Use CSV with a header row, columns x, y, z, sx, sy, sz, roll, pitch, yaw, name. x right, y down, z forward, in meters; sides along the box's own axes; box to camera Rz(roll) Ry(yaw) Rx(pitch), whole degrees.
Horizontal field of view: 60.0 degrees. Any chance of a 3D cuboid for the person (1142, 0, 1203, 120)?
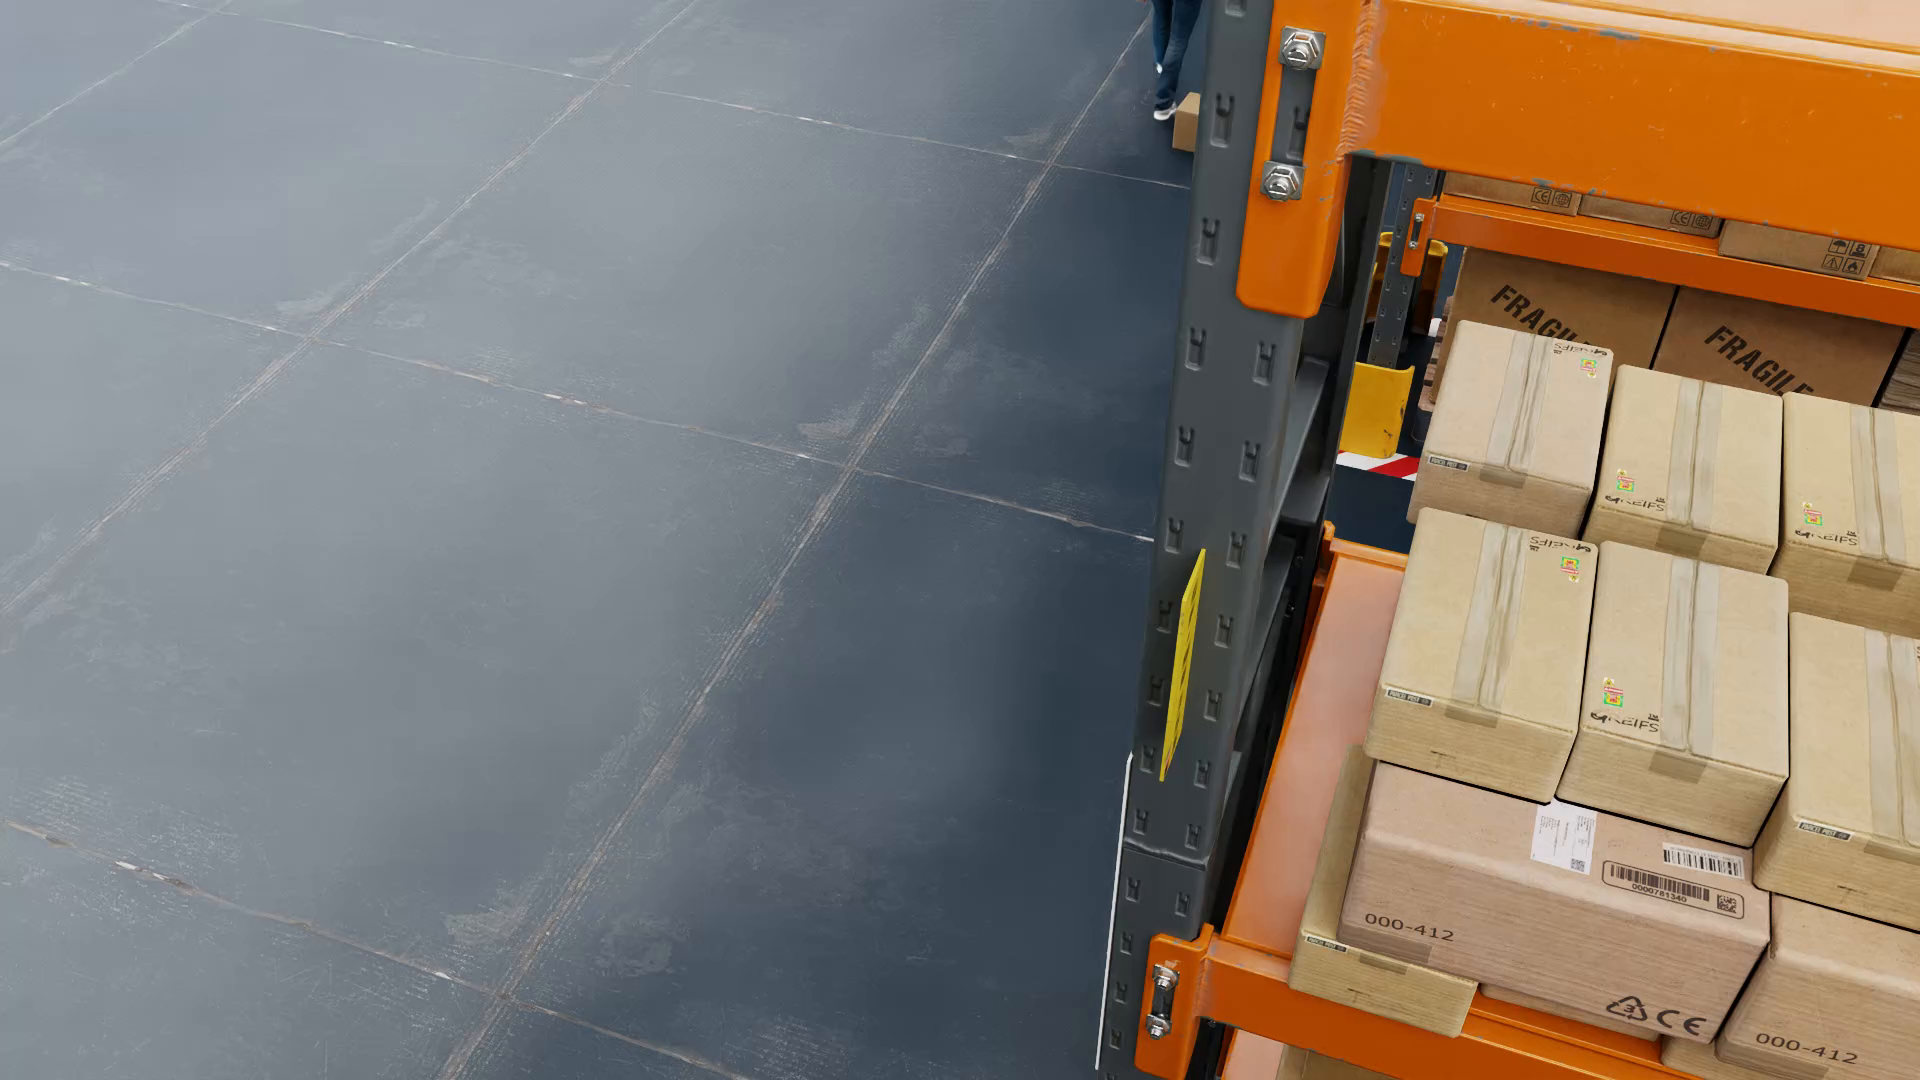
x,y,z,sx,sy,sz,roll,pitch,yaw,name
1.335,-3.381,9.895,0.438,1.557,0.873,14,44,15,person
